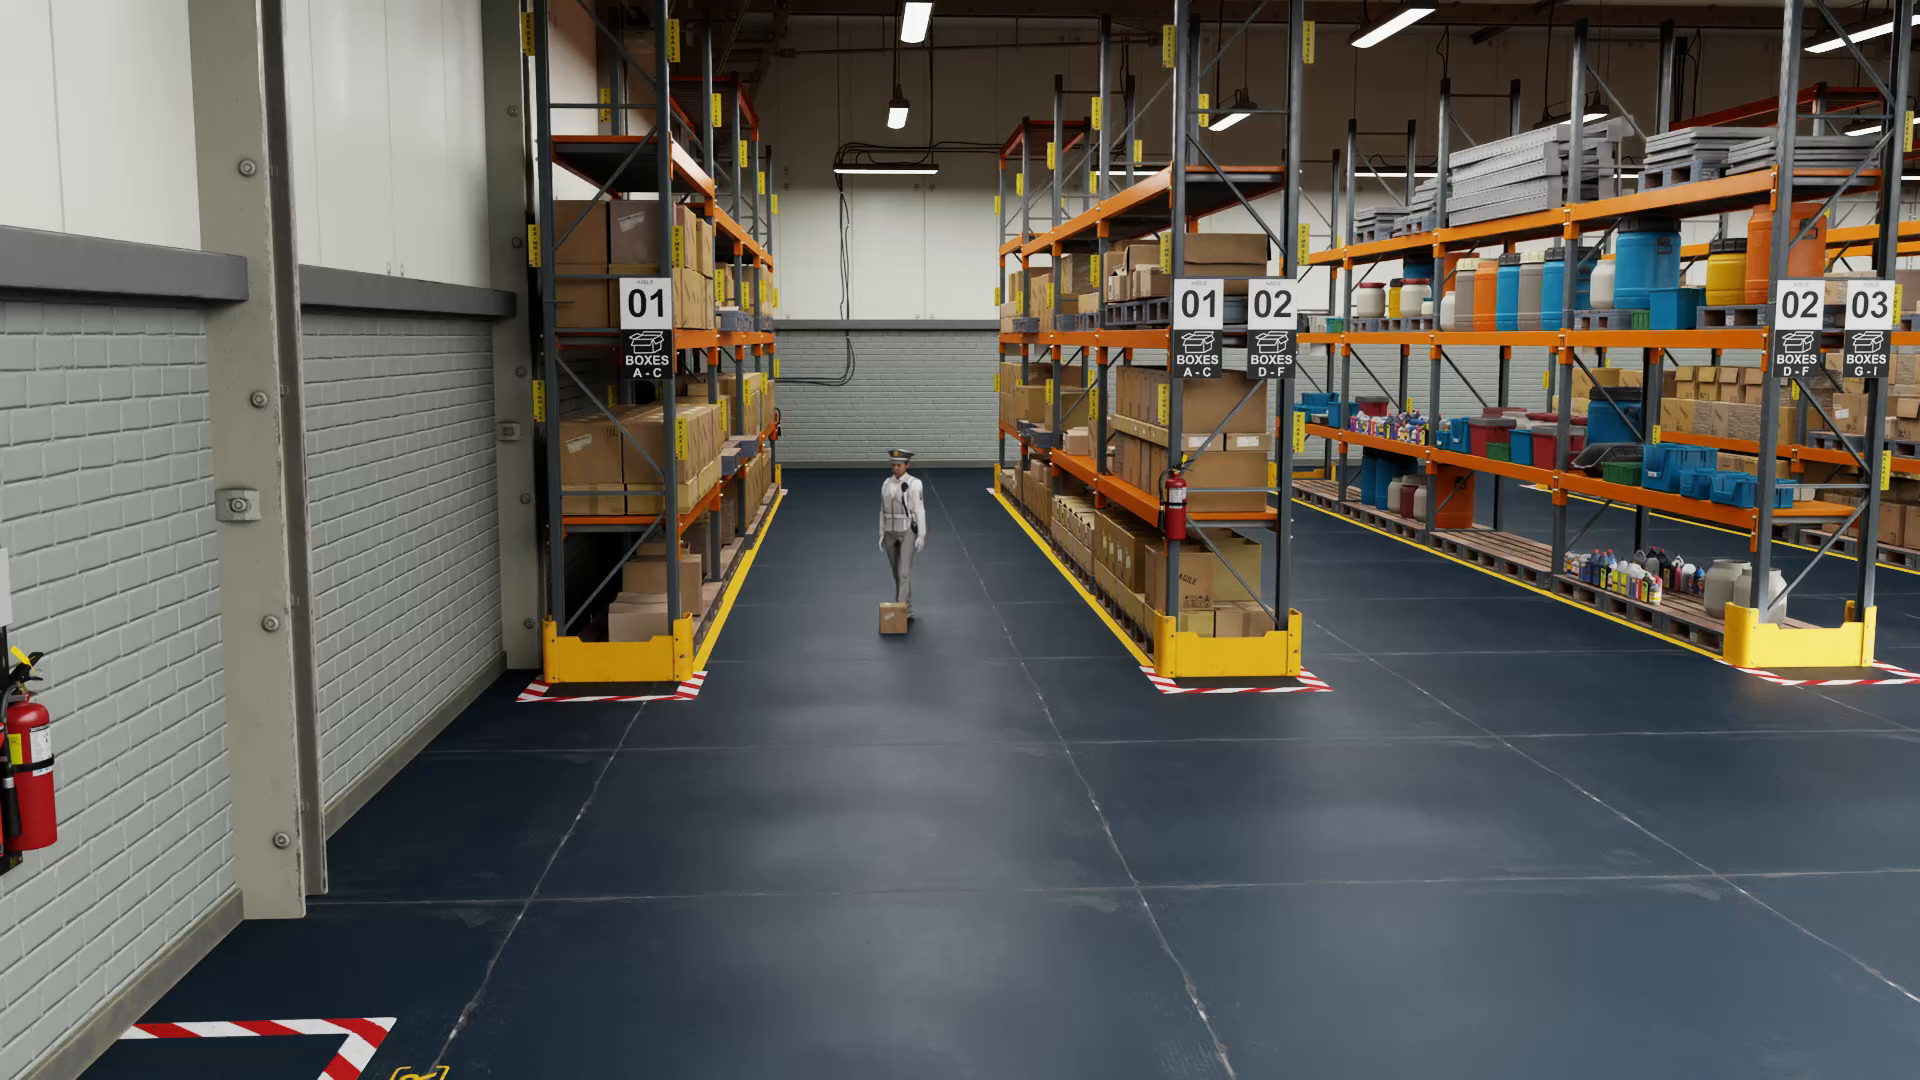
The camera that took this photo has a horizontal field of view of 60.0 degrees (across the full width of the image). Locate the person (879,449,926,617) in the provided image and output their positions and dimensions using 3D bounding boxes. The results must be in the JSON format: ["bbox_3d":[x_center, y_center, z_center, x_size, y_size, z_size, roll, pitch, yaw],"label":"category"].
[{"bbox_3d":[-0.582,-0.037,15.955,0.500,1.669,0.560,4,8,32],"label":"person"}]
